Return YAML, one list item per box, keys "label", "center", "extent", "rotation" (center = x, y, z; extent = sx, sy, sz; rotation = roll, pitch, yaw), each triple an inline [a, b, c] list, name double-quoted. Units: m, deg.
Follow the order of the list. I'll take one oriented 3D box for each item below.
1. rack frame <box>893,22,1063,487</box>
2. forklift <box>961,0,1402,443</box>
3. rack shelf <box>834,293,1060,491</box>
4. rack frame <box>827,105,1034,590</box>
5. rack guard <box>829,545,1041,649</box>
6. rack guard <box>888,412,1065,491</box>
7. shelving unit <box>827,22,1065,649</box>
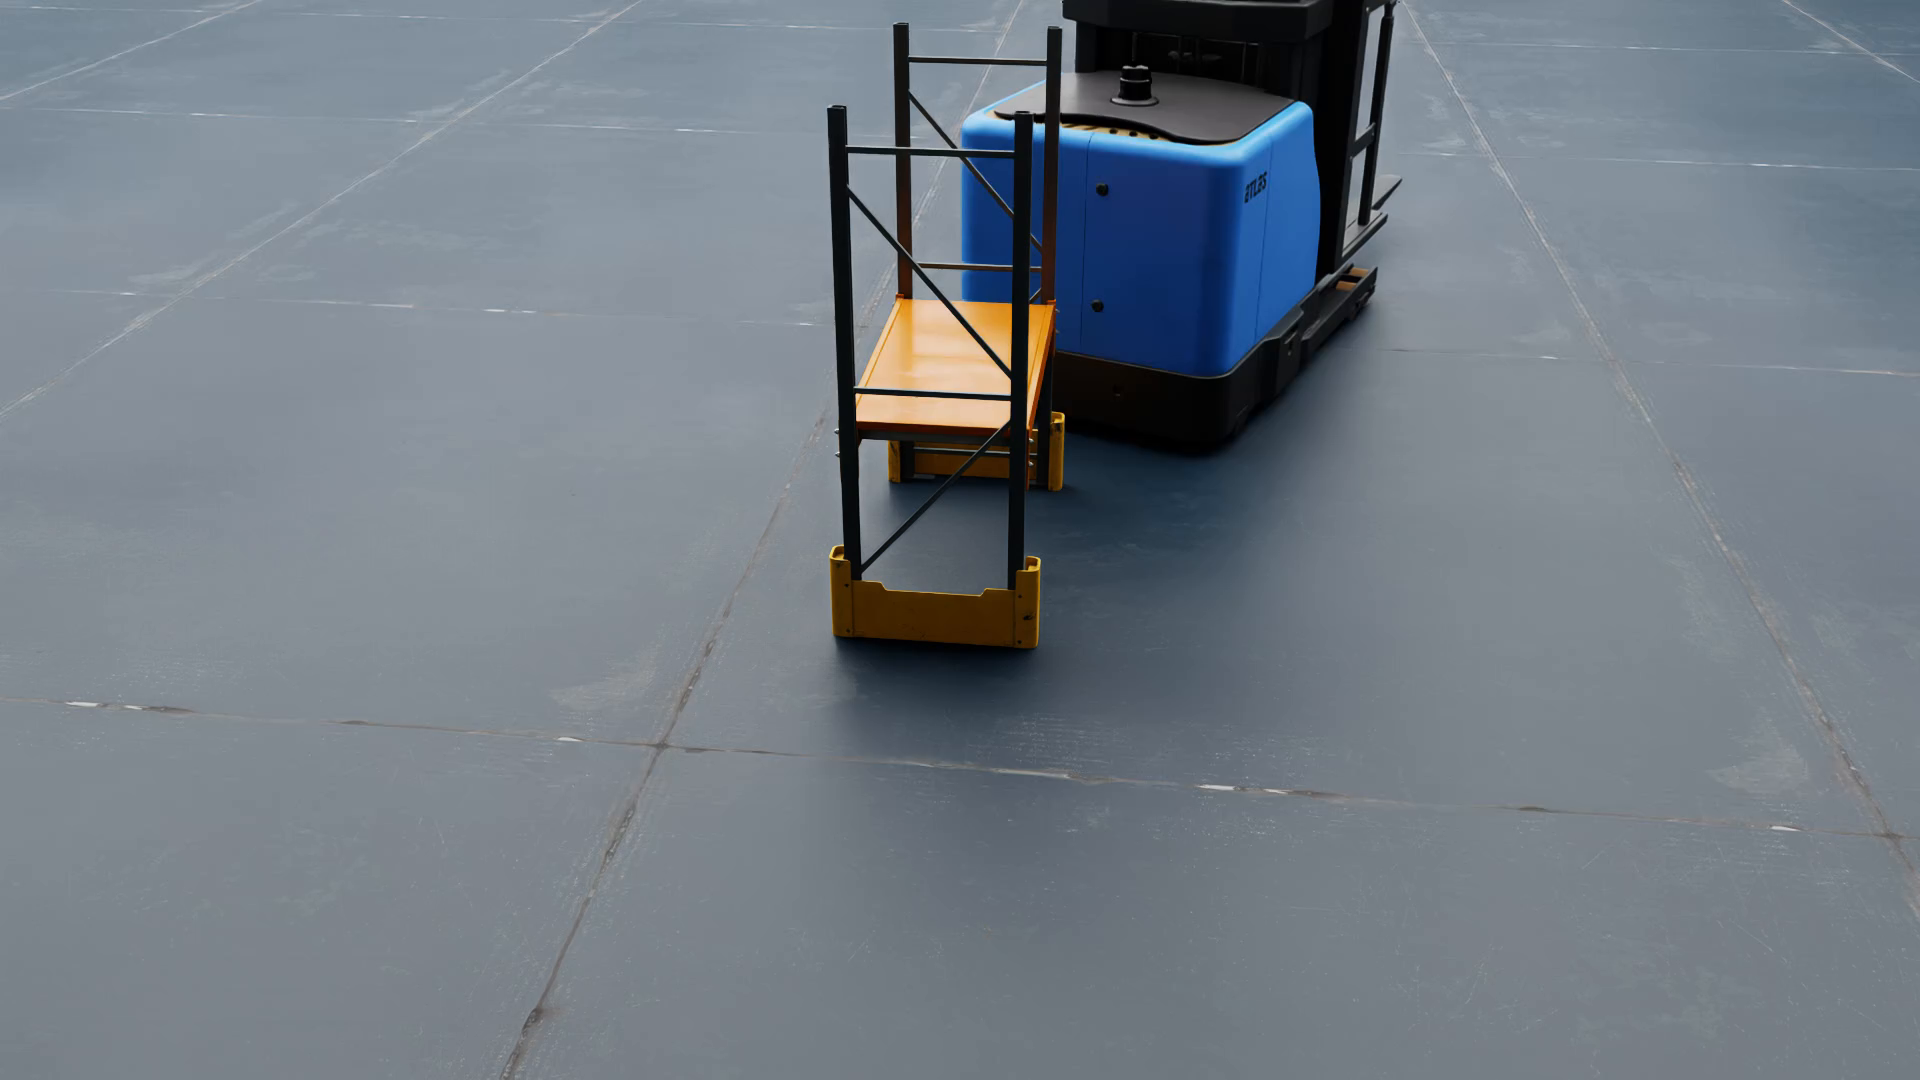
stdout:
- label: "rack frame"
  center: [0.052, -0.859, 5.264]
  extent: [0.500, 1.500, 0.032]
  rotation: [3, 28, 6]
- label: "forklift"
  center: [1.125, -2.294, 6.418]
  extent: [1.130, 2.935, 3.031]
  rotation: [14, 31, 24]
- label: "rack shelf"
  center: [-0.010, -0.462, 4.905]
  extent: [0.538, 0.185, 1.000]
  rotation: [3, 28, 6]
- label: "rack frame"
  center: [-0.073, -0.381, 4.376]
  extent: [0.500, 1.500, 0.032]
  rotation: [3, 28, 6]
- label: "rack guard"
  center: [-0.070, 0.160, 4.689]
  extent: [0.587, 0.250, 0.087]
  rotation: [3, 28, 6]
- label: "rack guard"
  center: [0.052, -0.309, 5.559]
  extent: [0.587, 0.250, 0.087]
  rotation: [3, 28, 6]
- label: "shelving unit"
  center: [-0.009, -0.624, 4.828]
  extent: [0.587, 1.500, 1.083]
  rotation: [3, 28, 6]
